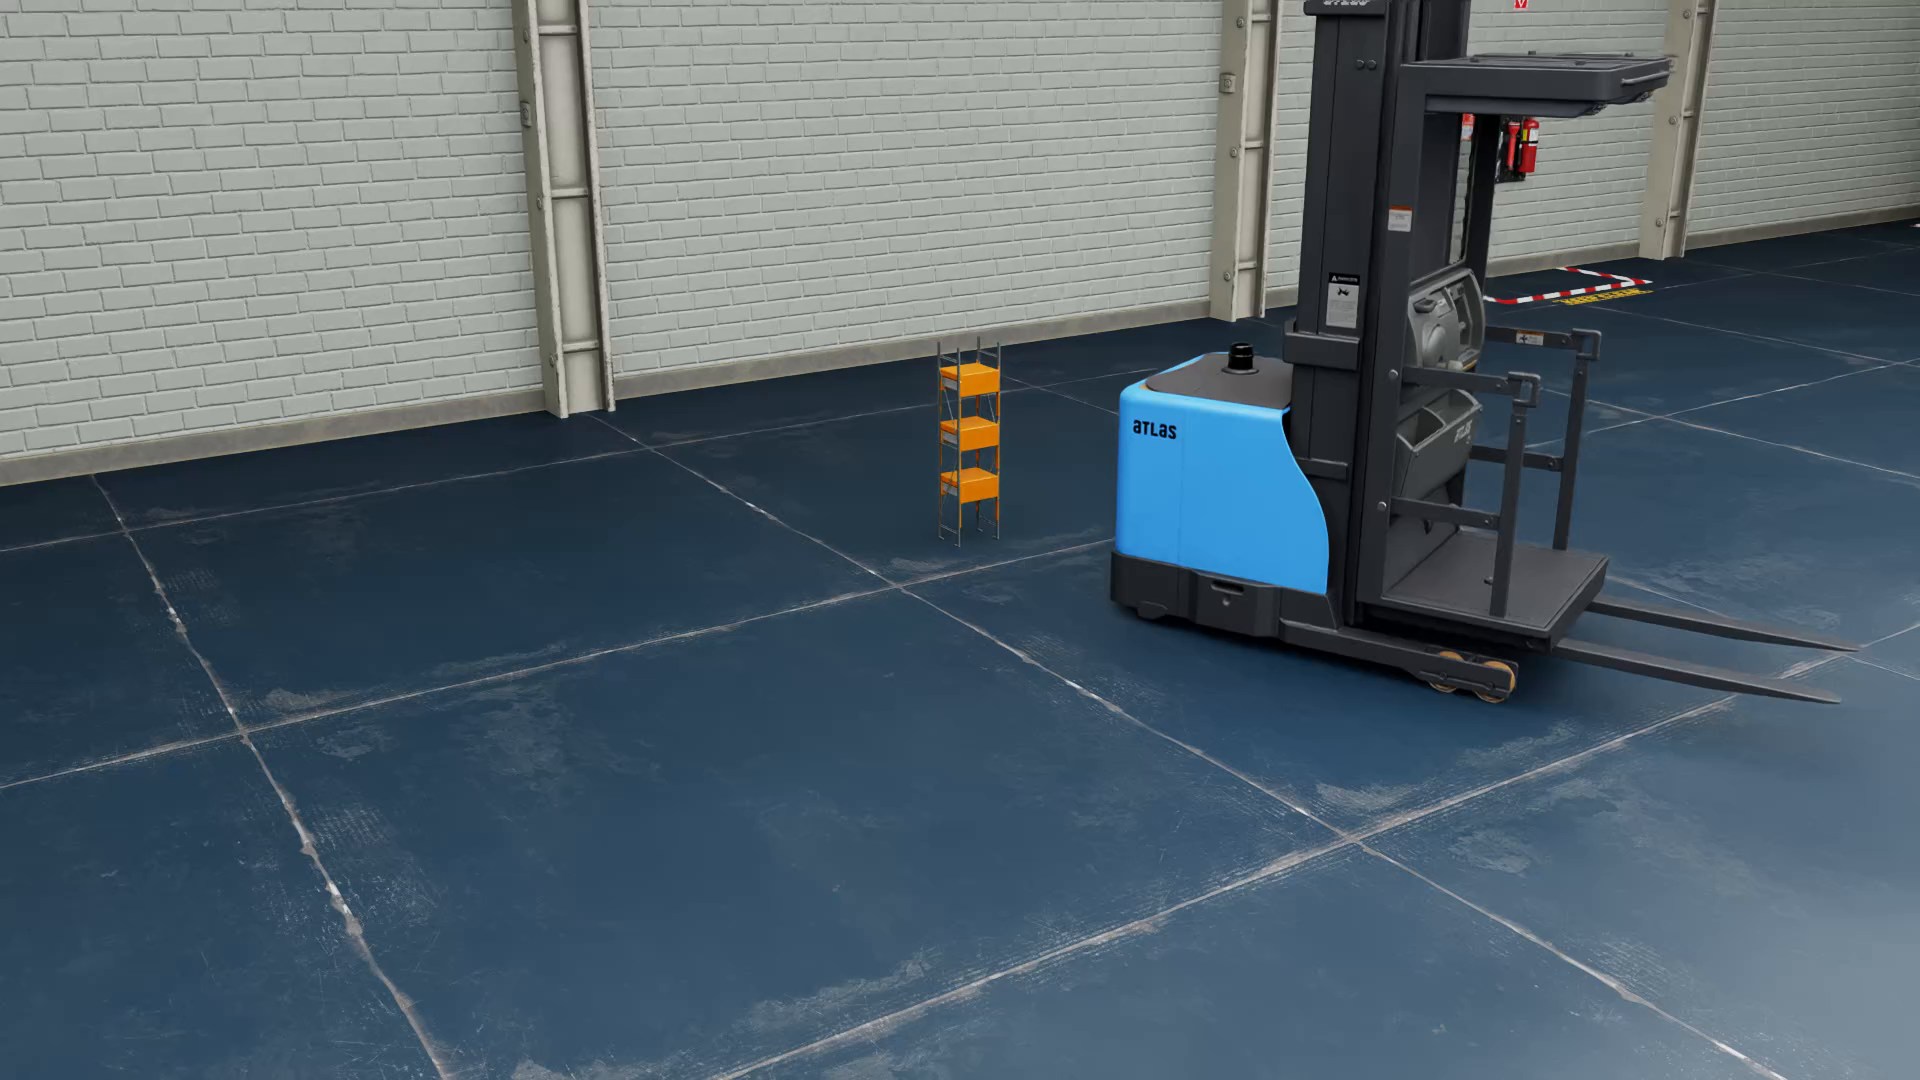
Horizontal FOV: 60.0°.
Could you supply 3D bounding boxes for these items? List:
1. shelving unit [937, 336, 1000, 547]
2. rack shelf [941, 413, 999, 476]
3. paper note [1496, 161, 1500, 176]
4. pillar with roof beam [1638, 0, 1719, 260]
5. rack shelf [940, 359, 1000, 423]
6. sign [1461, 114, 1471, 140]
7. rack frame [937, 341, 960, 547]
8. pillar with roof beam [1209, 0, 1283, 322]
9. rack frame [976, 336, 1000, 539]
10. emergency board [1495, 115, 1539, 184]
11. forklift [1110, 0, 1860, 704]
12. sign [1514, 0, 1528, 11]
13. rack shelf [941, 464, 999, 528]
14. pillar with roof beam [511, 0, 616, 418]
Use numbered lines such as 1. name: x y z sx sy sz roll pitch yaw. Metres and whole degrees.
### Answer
1. shelving unit: 0.045 -0.507 8.605 0.252 1.050 0.215 -12 22 -31
2. rack shelf: 0.045 -0.497 8.608 0.240 0.259 0.215 -12 22 -31
3. paper note: 5.151 -3.572 16.002 0.142 0.148 0.016 -12 22 -31
4. pillar with roof beam: 9.789 -6.118 12.789 0.400 9.000 9.100 -12 22 -31
5. rack shelf: 0.045 -0.766 8.517 0.240 0.259 0.215 -12 22 -31
6. sign: 4.818 -3.949 15.687 0.234 0.329 0.001 -12 22 -31
7. rack frame: -0.057 -0.485 8.541 0.008 1.050 0.200 -12 22 -31
8. pillar with roof beam: 4.778 -5.061 9.663 0.400 9.000 9.100 -12 22 -31
9. rack frame: 0.147 -0.528 8.668 0.008 1.050 0.200 -12 22 -31
10. emergency board: 5.337 -4.002 15.899 0.643 1.169 0.194 -12 22 -31
11. forklift: 2.214 -0.919 6.886 3.031 2.935 1.130 12 22 31
12. sign: 5.275 -5.125 15.602 0.199 0.298 0.001 -12 22 -31
13. rack shelf: 0.045 -0.233 8.697 0.240 0.259 0.215 -12 22 -31
14. pillar with roof beam: -0.233 -4.004 6.537 0.400 9.000 9.100 -12 22 -31
